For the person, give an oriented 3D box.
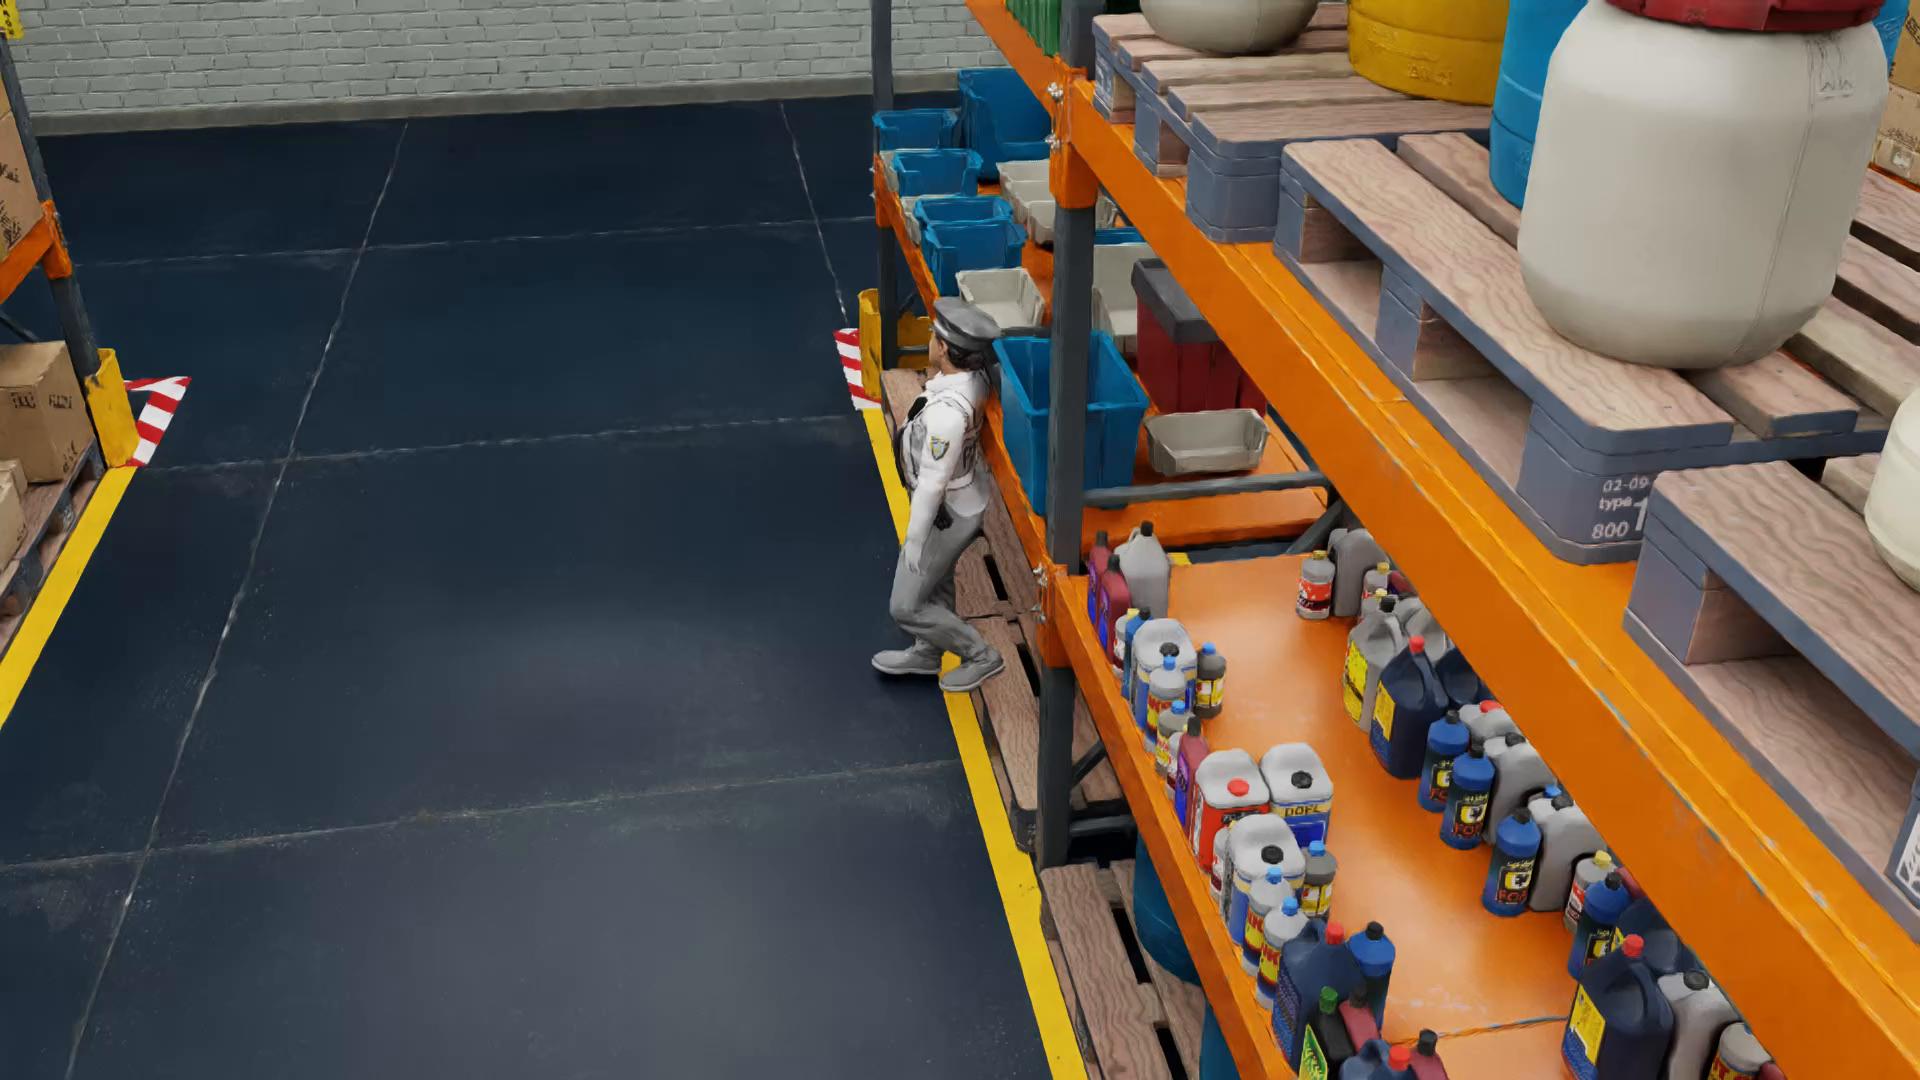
[{"bbox_3d":[-0.091,-0.129,6.277,0.559,1.663,0.588,3,31,5],"label":"person"}]
